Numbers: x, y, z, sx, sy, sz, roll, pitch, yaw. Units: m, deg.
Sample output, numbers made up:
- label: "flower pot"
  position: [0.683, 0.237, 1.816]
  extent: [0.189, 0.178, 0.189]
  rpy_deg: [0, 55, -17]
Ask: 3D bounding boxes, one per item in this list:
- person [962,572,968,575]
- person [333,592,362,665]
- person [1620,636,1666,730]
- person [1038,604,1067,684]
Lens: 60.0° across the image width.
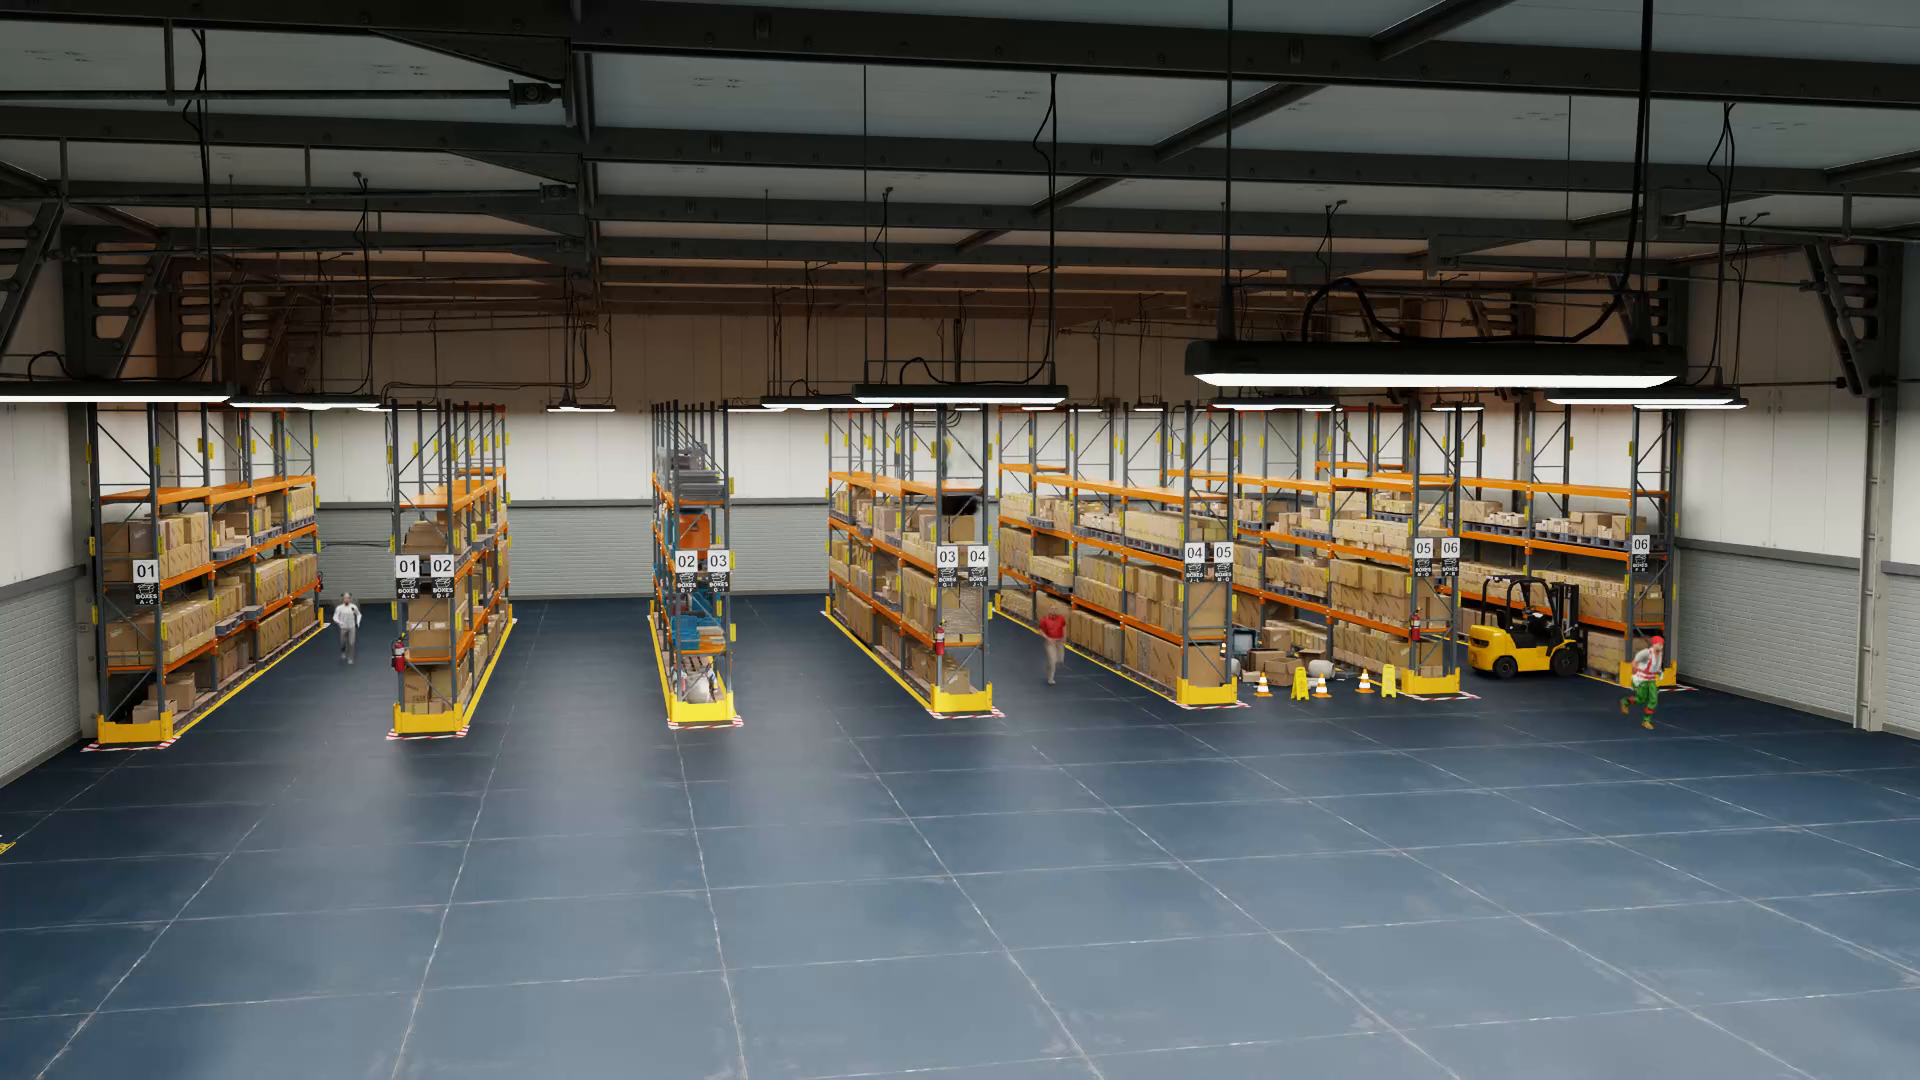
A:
- label: "person"
  position: [0.209, 1.255, 48.007]
  extent: [0.722, 1.707, 0.565]
  rpy_deg: [0, 4, -4]
- label: "person"
  position: [-14.056, 2.014, 38.205]
  extent: [0.625, 1.654, 0.723]
  rpy_deg: [-2, 5, -24]
- label: "person"
  position: [12.560, 2.586, 30.564]
  extent: [0.659, 1.723, 0.914]
  rpy_deg: [-3, 5, -31]
- label: "person"
  position: [1.992, 2.210, 35.524]
  extent: [0.679, 1.692, 0.672]
  rpy_deg: [-1, 5, -18]
